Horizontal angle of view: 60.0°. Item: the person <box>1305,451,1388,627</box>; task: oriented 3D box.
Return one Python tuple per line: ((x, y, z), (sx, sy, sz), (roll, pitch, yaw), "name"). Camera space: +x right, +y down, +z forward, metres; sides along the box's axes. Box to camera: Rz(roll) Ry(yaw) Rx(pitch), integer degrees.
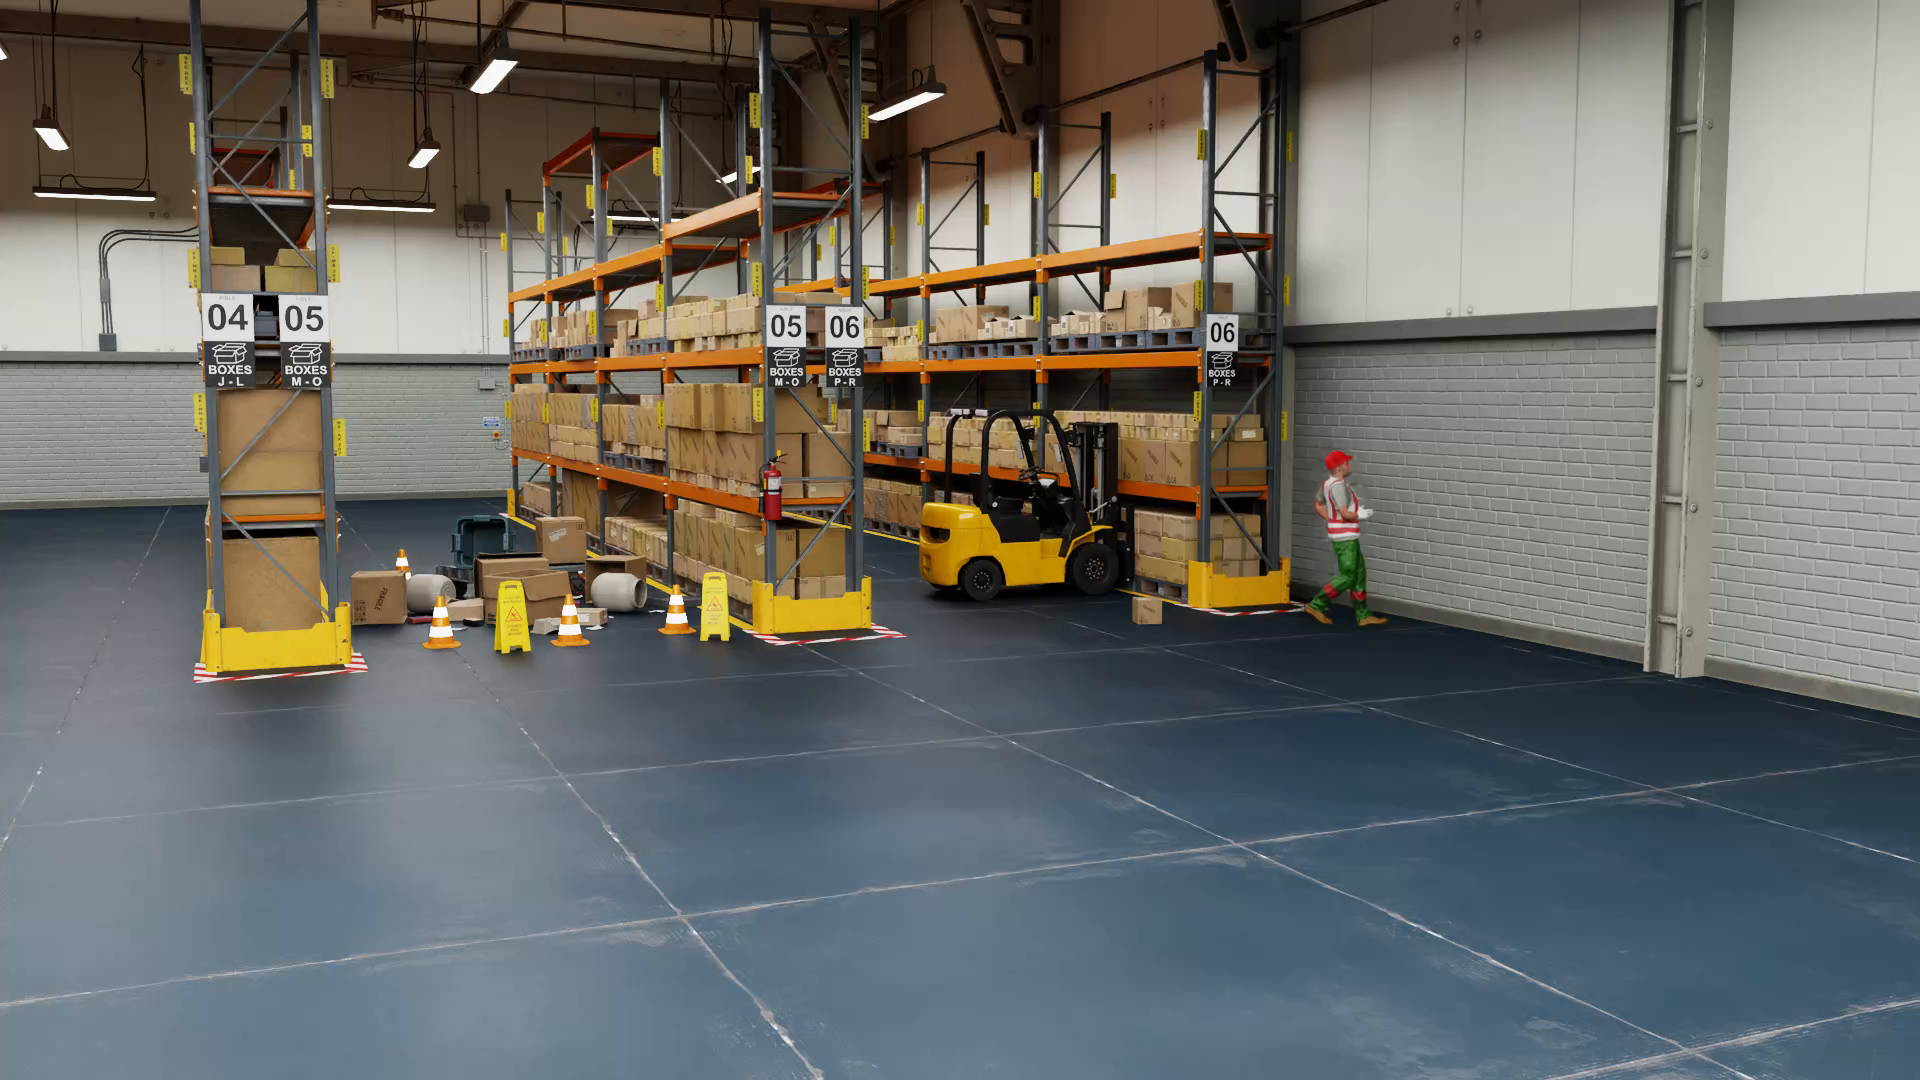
((3.869, -0.005, 16.582), (0.839, 1.768, 0.669), (0, 5, 5), "person")
